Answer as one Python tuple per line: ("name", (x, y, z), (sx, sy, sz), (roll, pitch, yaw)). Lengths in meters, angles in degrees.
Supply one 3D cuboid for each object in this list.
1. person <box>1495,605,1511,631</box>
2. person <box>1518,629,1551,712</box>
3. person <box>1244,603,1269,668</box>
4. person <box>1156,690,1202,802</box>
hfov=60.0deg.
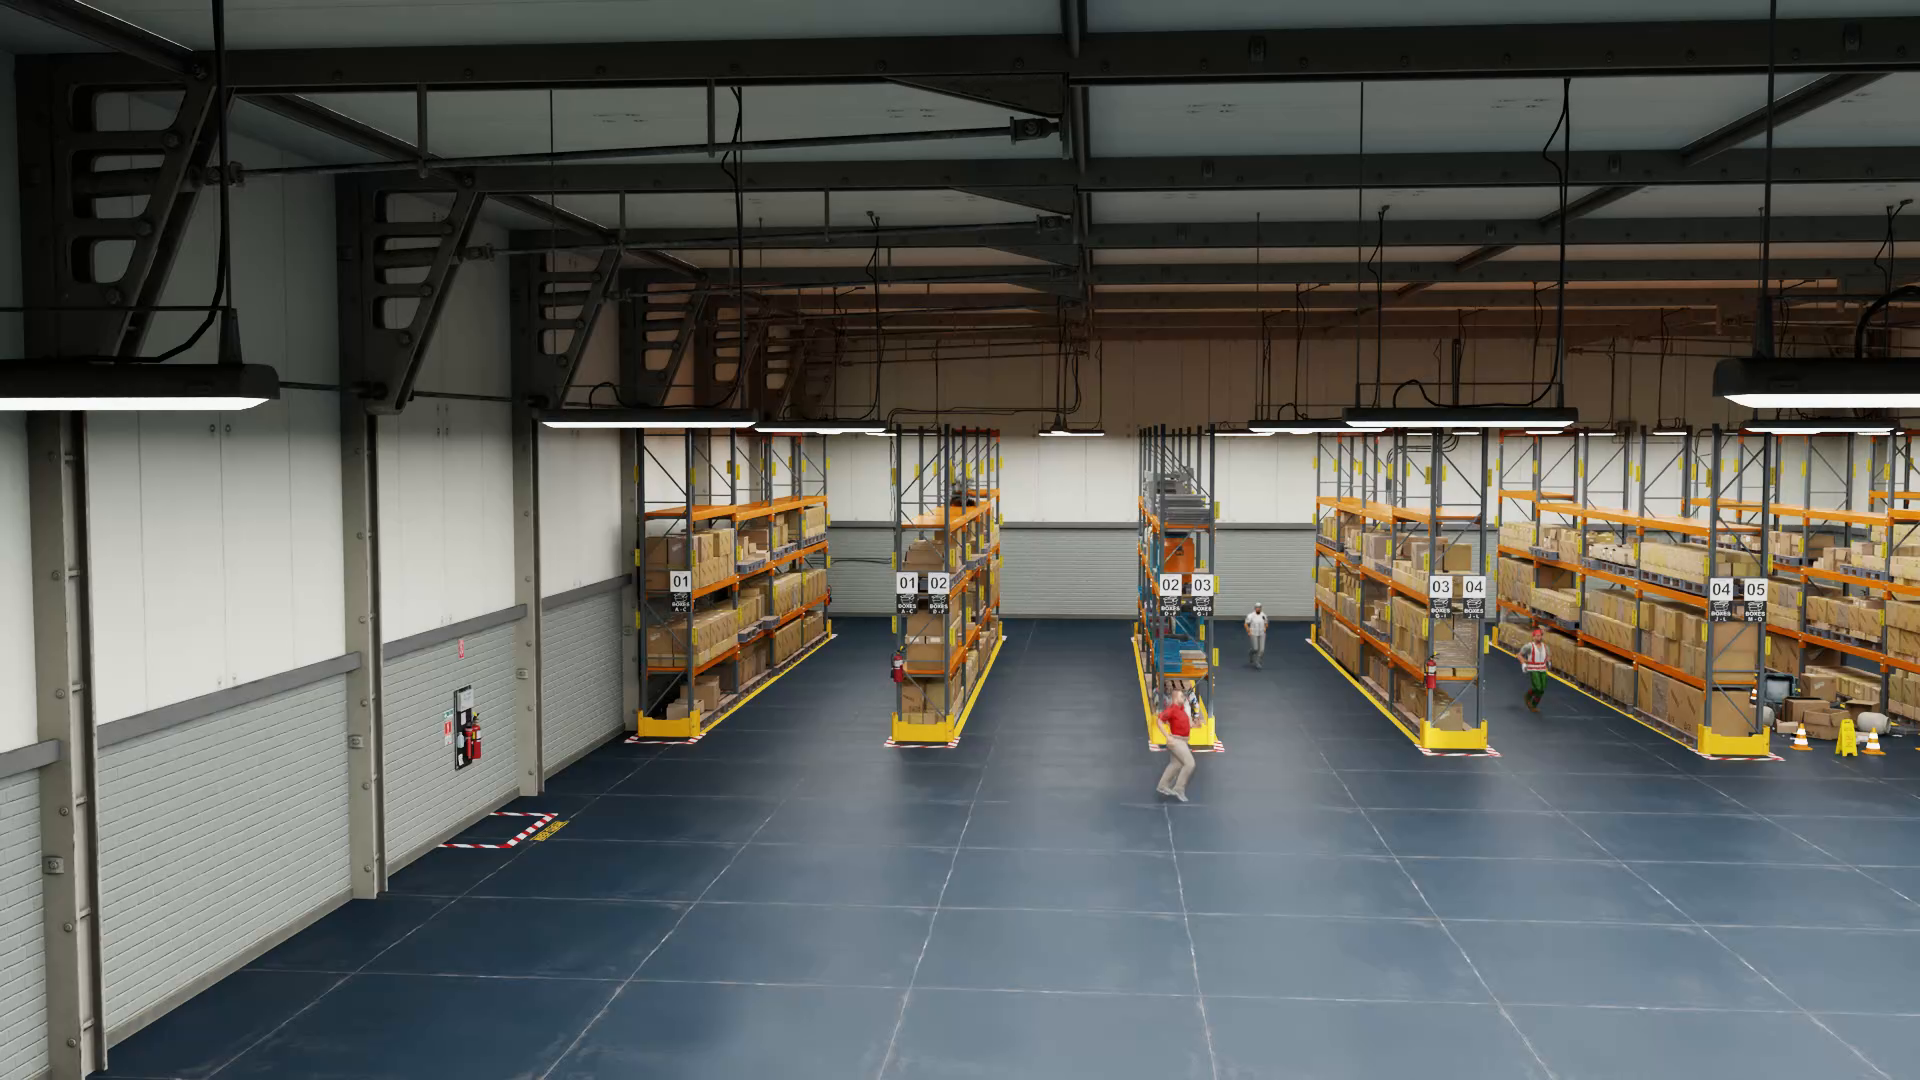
("person", (15.485, 2.048, 47.114), (0.559, 1.598, 0.604), (0, 3, -3))
("person", (12.050, 2.736, 34.652), (0.650, 1.740, 0.577), (-1, 4, -12))
("person", (7.449, 2.389, 41.624), (0.607, 1.627, 0.549), (0, 4, -7))
("person", (3.468, 3.270, 26.366), (0.751, 1.782, 0.632), (1, 4, 20))
